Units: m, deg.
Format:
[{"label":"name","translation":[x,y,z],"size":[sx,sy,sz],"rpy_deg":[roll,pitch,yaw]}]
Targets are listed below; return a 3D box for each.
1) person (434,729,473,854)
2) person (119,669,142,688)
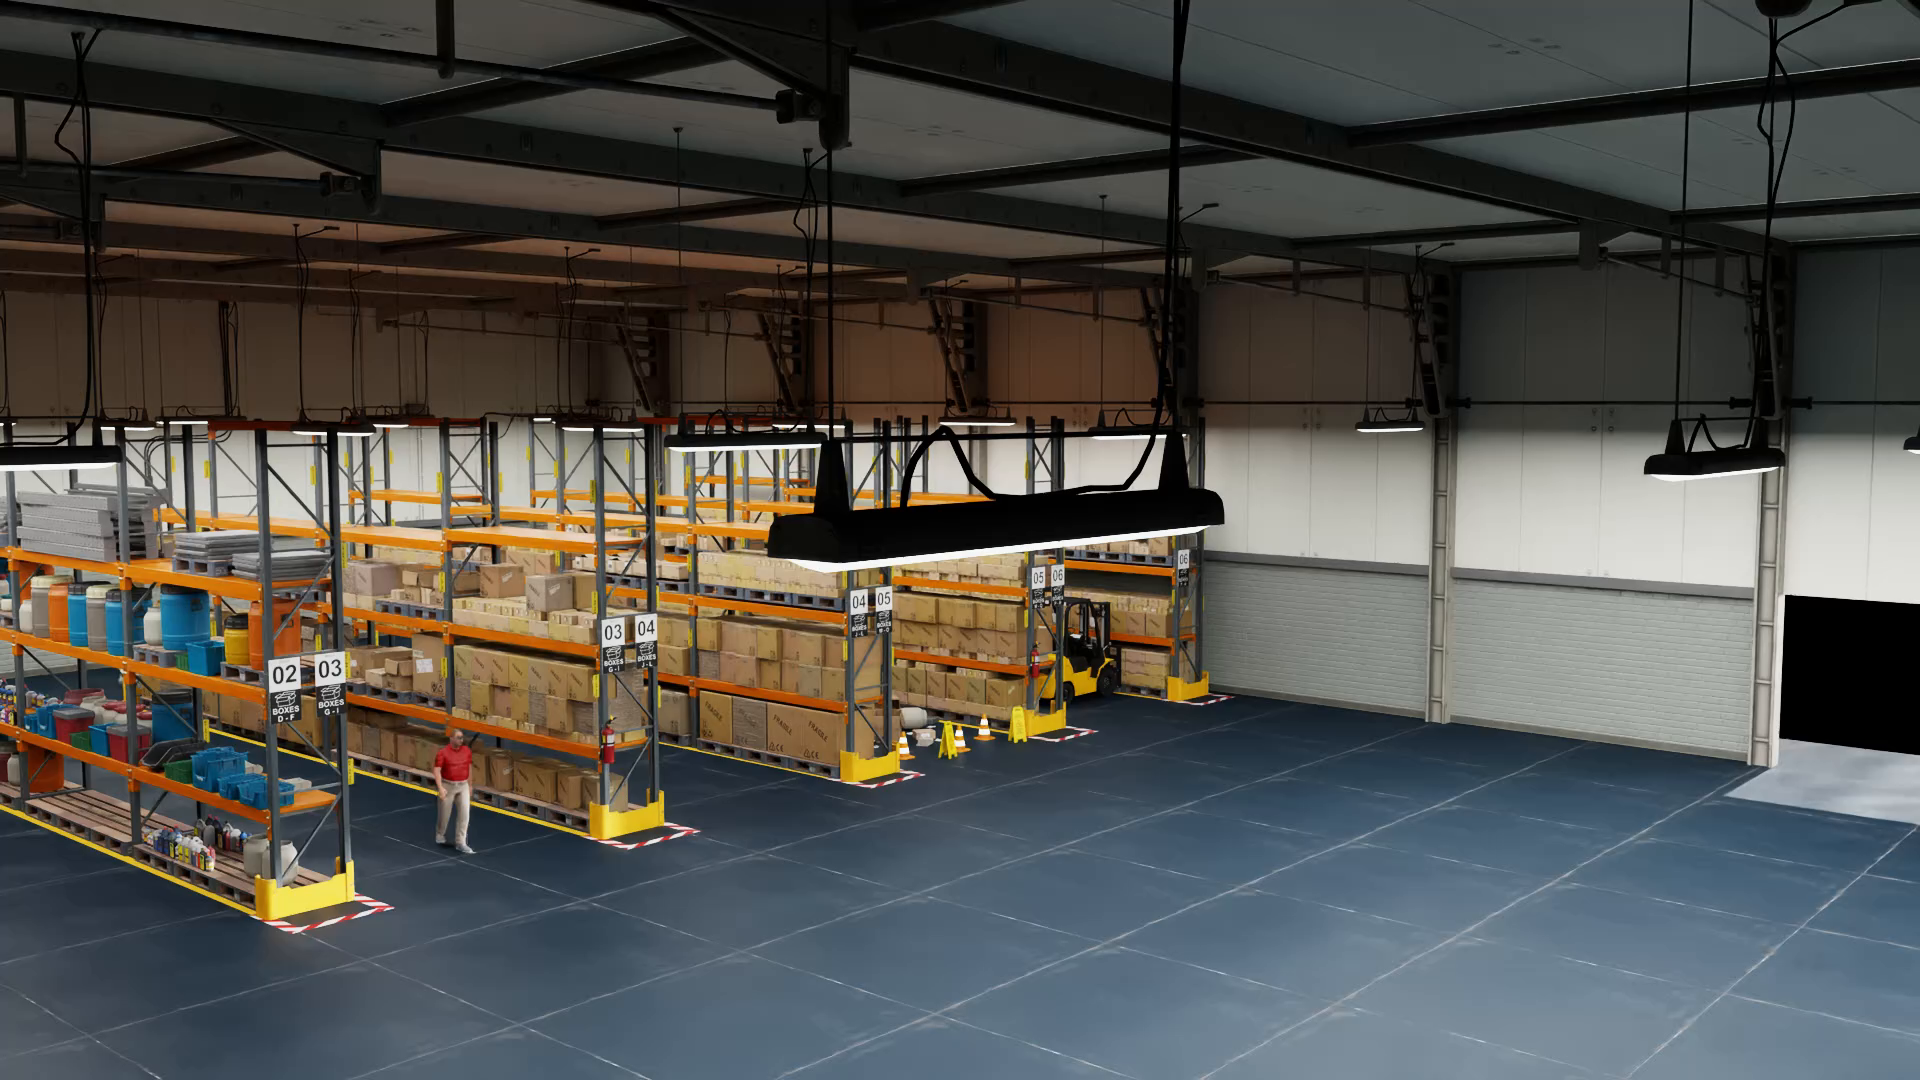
[{"label":"person","translation":[-7.144,3.531,23.577],"size":[0.634,1.704,0.858],"rpy_deg":[-5,7,-44]},{"label":"person","translation":[-18.316,2.396,36.865],"size":[0.882,1.796,0.597],"rpy_deg":[1,5,10]}]
